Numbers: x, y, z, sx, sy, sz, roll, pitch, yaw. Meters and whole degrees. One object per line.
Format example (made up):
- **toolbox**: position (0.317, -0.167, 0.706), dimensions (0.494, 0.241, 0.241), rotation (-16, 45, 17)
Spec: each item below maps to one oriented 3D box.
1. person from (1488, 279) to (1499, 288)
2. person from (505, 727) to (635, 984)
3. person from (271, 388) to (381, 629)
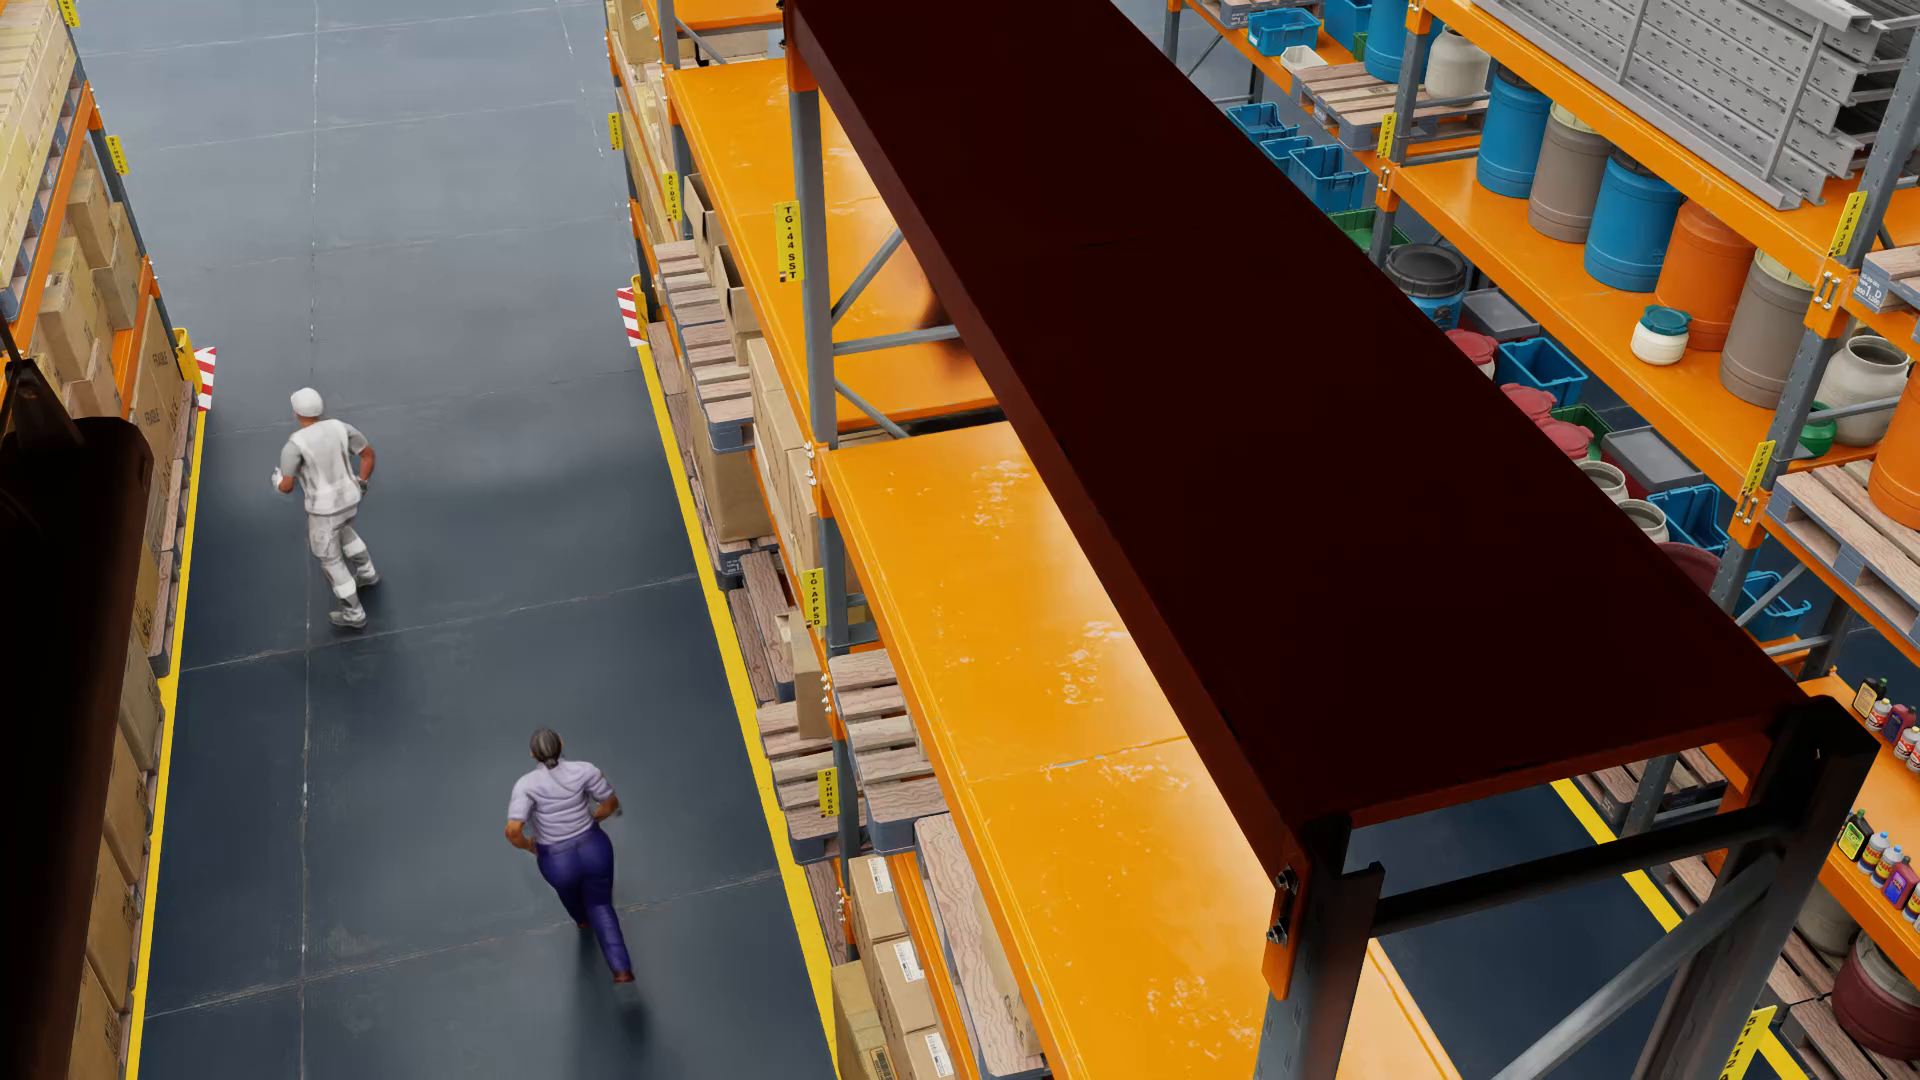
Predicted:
- **person**: position (4.738, -2.208, 14.242), dimensions (0.695, 1.736, 0.708), rotation (-14, 40, -17)
- **person**: position (-2.123, 1.854, 9.254), dimensions (0.630, 1.618, 0.956), rotation (-20, 43, -24)
- **person**: position (-4.493, -0.277, 11.834), dimensions (0.745, 1.706, 0.702), rotation (22, 43, 25)
